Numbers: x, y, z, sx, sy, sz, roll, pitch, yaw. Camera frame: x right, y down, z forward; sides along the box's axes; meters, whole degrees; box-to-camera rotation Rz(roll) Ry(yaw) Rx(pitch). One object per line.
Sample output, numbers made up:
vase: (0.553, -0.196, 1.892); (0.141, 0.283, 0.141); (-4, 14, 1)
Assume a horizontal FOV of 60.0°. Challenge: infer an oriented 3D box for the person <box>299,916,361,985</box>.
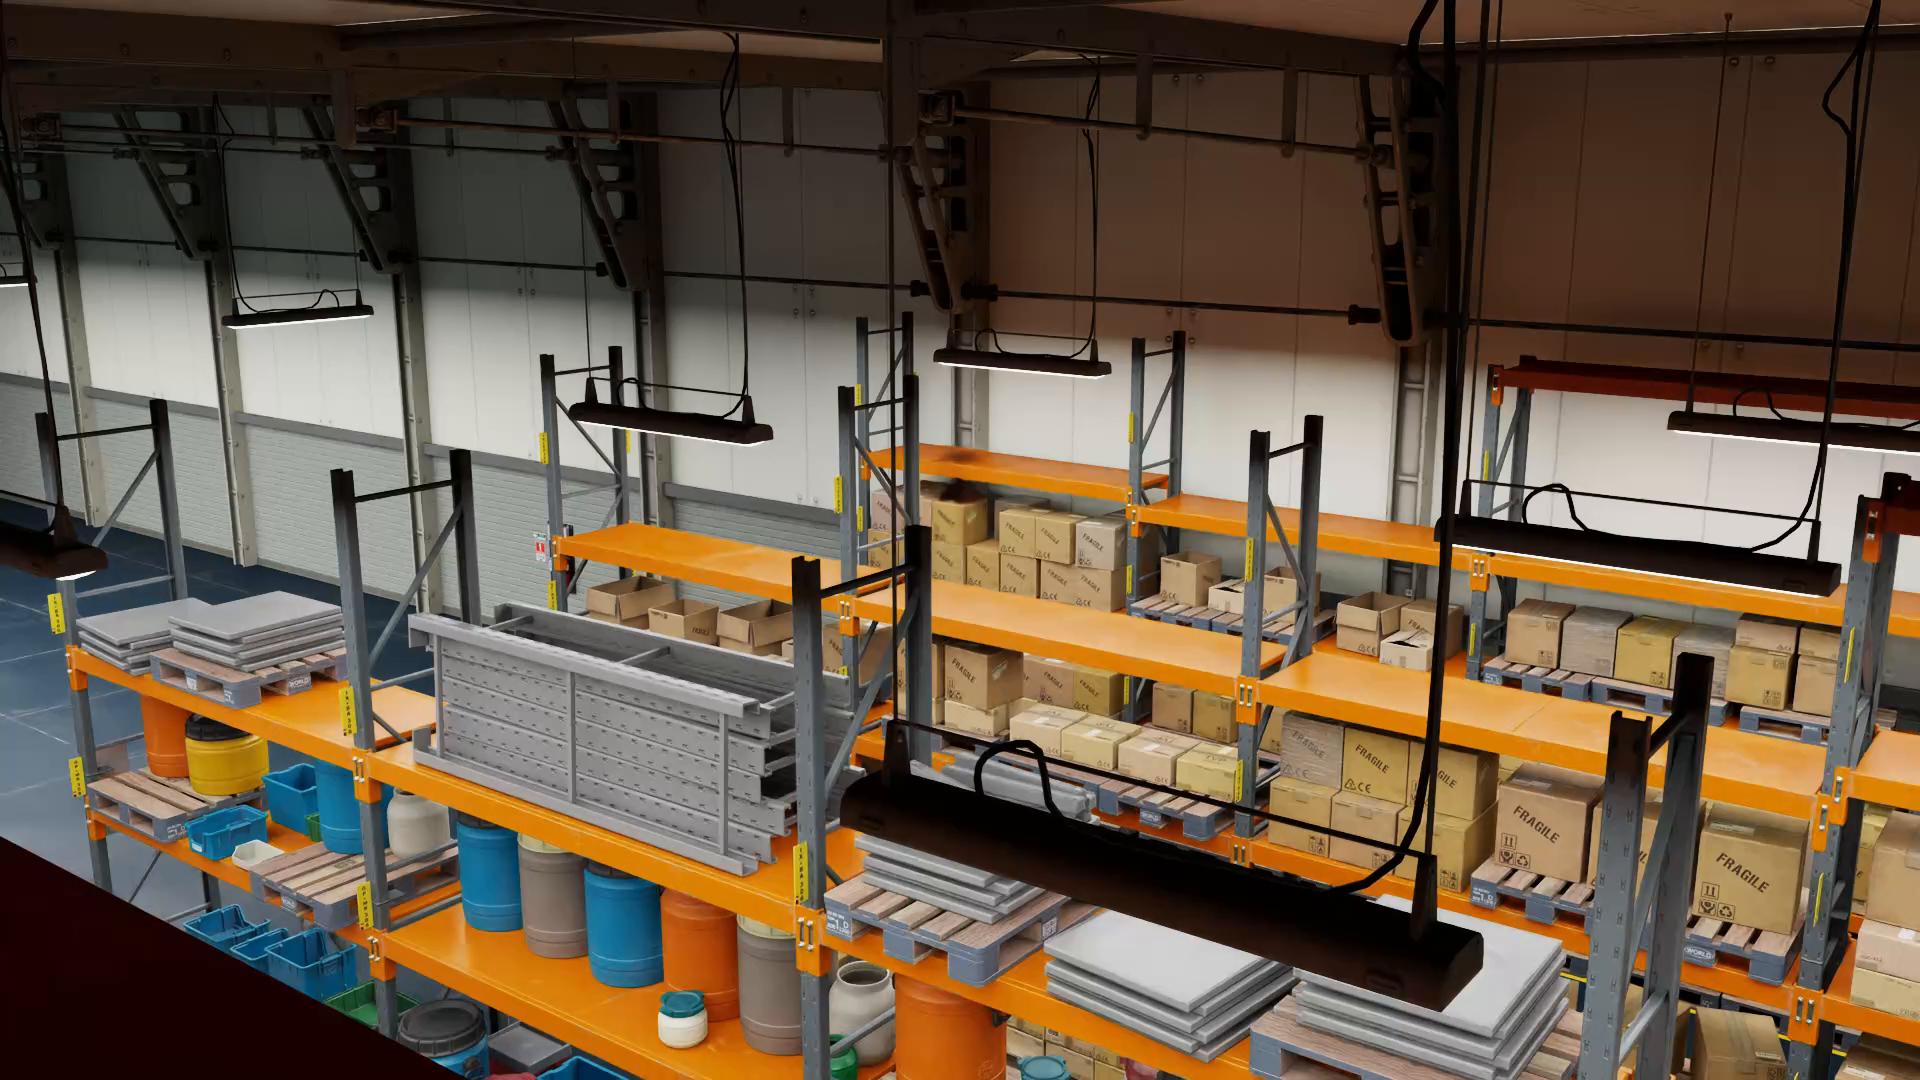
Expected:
person: (-6.073, 3.620, 15.991); (0.506, 1.696, 0.554); (-2, 13, -10)
